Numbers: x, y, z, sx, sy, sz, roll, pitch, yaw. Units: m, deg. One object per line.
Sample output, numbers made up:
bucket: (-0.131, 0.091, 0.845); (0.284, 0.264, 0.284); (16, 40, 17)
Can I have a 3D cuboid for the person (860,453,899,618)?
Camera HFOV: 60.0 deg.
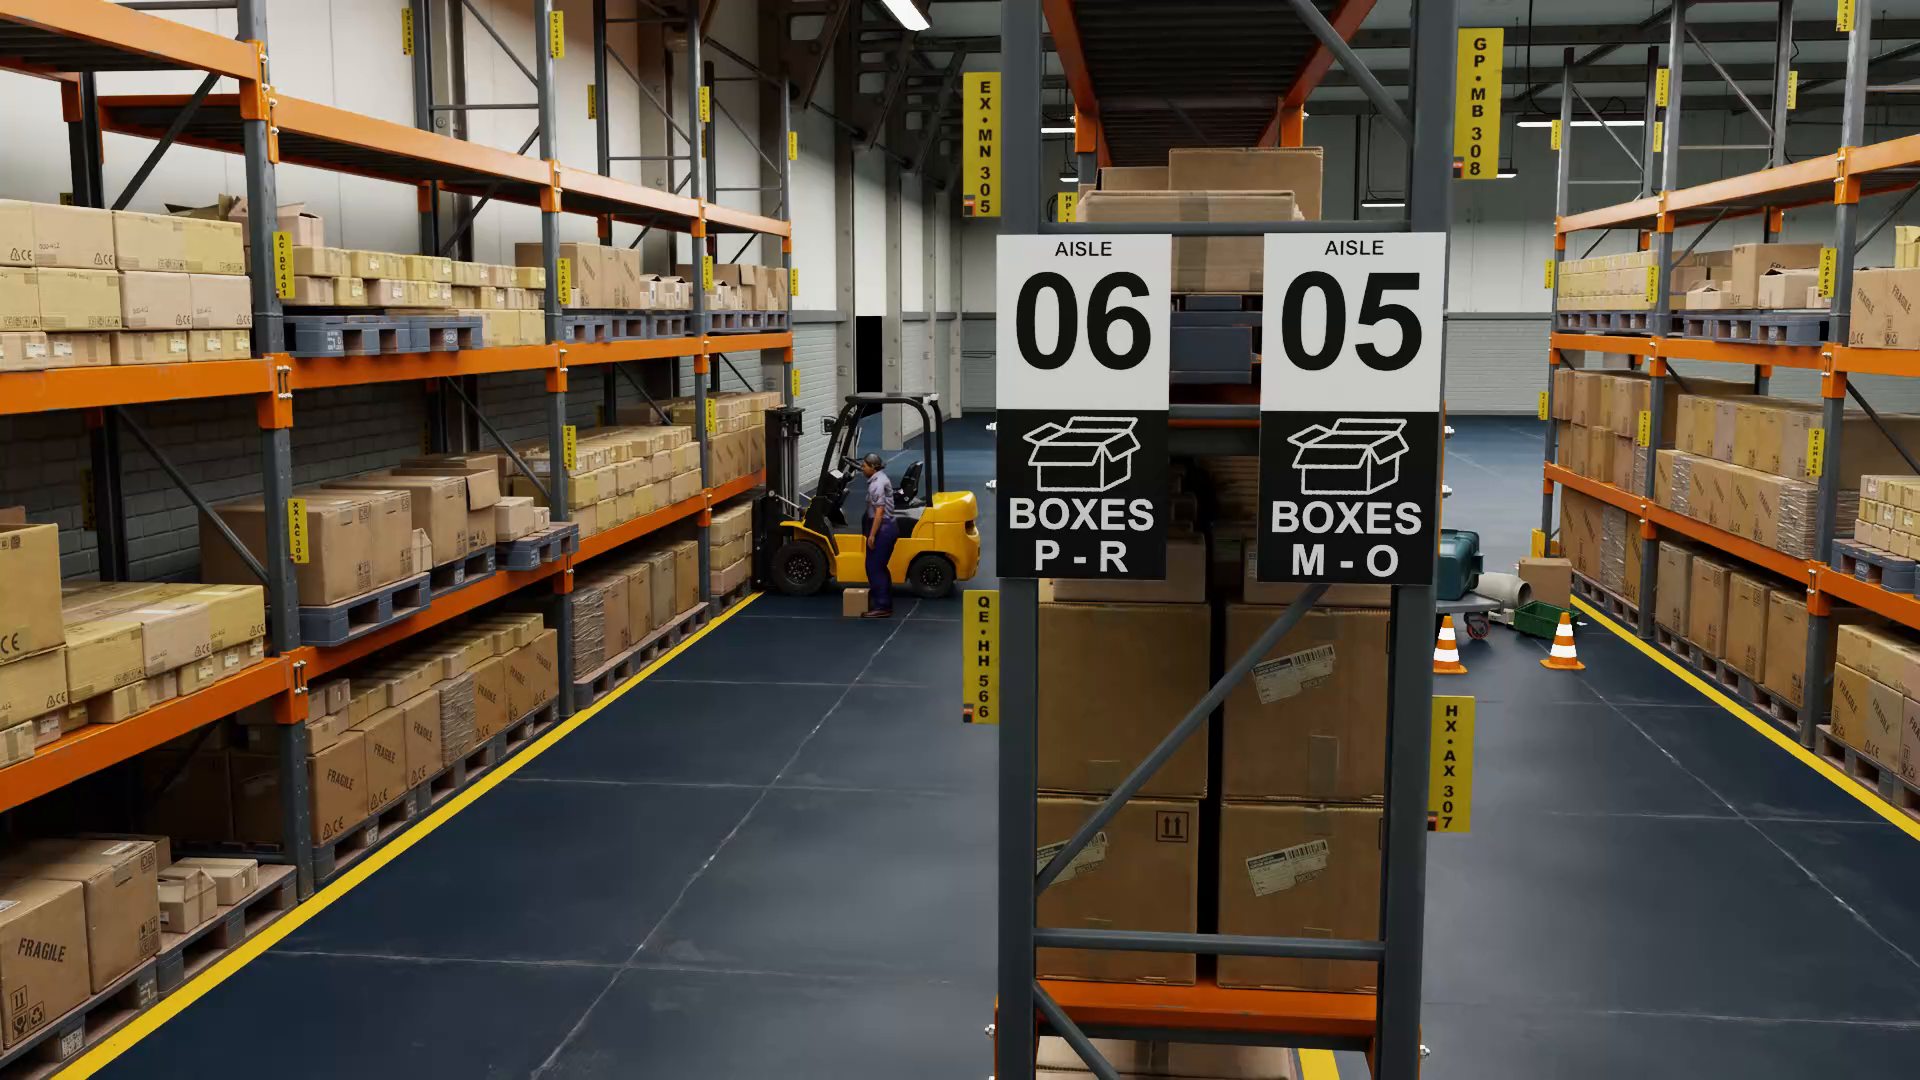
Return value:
person: (-0.810, -0.058, 16.754); (0.371, 1.652, 0.538); (1, 8, 7)
